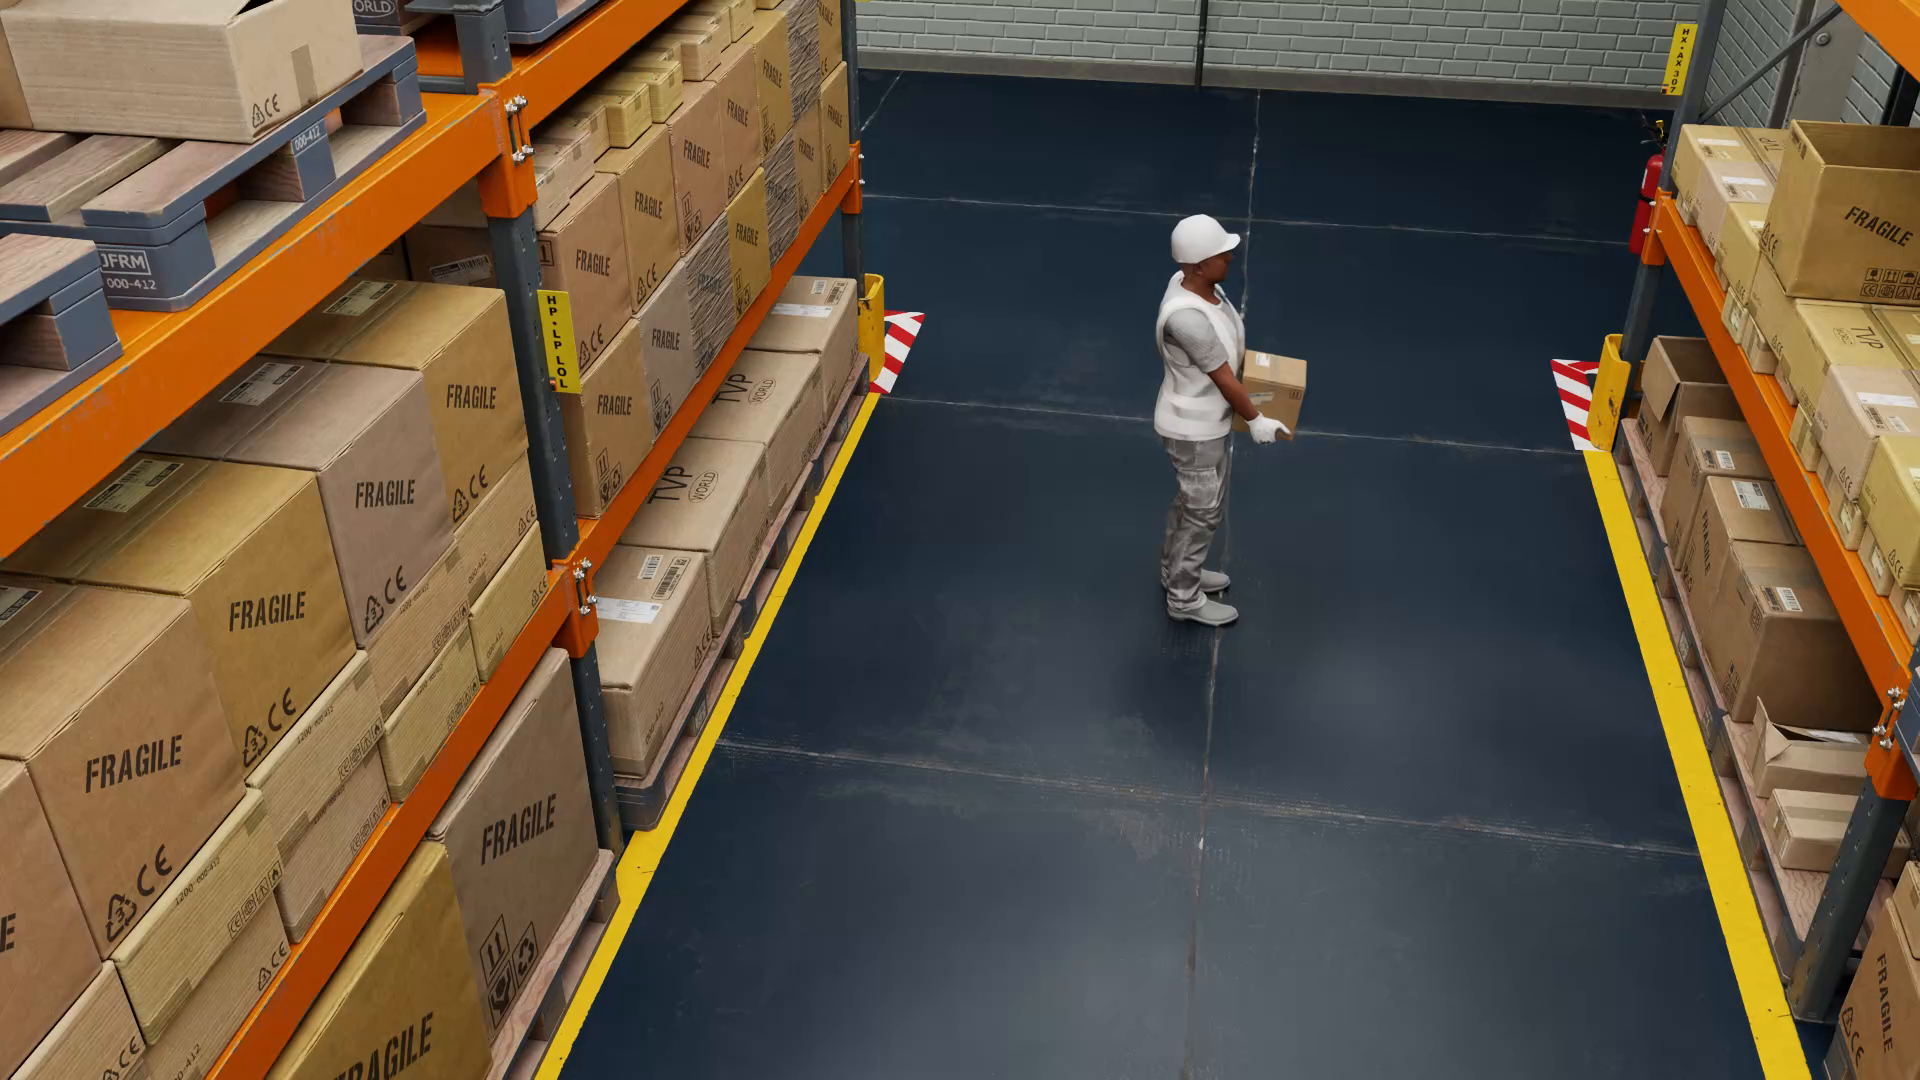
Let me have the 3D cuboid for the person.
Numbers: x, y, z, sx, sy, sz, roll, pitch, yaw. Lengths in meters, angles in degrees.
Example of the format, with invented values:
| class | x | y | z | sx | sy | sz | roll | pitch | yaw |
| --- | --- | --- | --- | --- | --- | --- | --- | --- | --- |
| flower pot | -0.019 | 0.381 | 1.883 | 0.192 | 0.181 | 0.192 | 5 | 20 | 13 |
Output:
| class | x | y | z | sx | sy | sz | roll | pitch | yaw |
| --- | --- | --- | --- | --- | --- | --- | --- | --- | --- |
| person | 1.081 | -0.483 | 6.891 | 0.572 | 1.778 | 0.488 | 6 | 33 | 9 |
